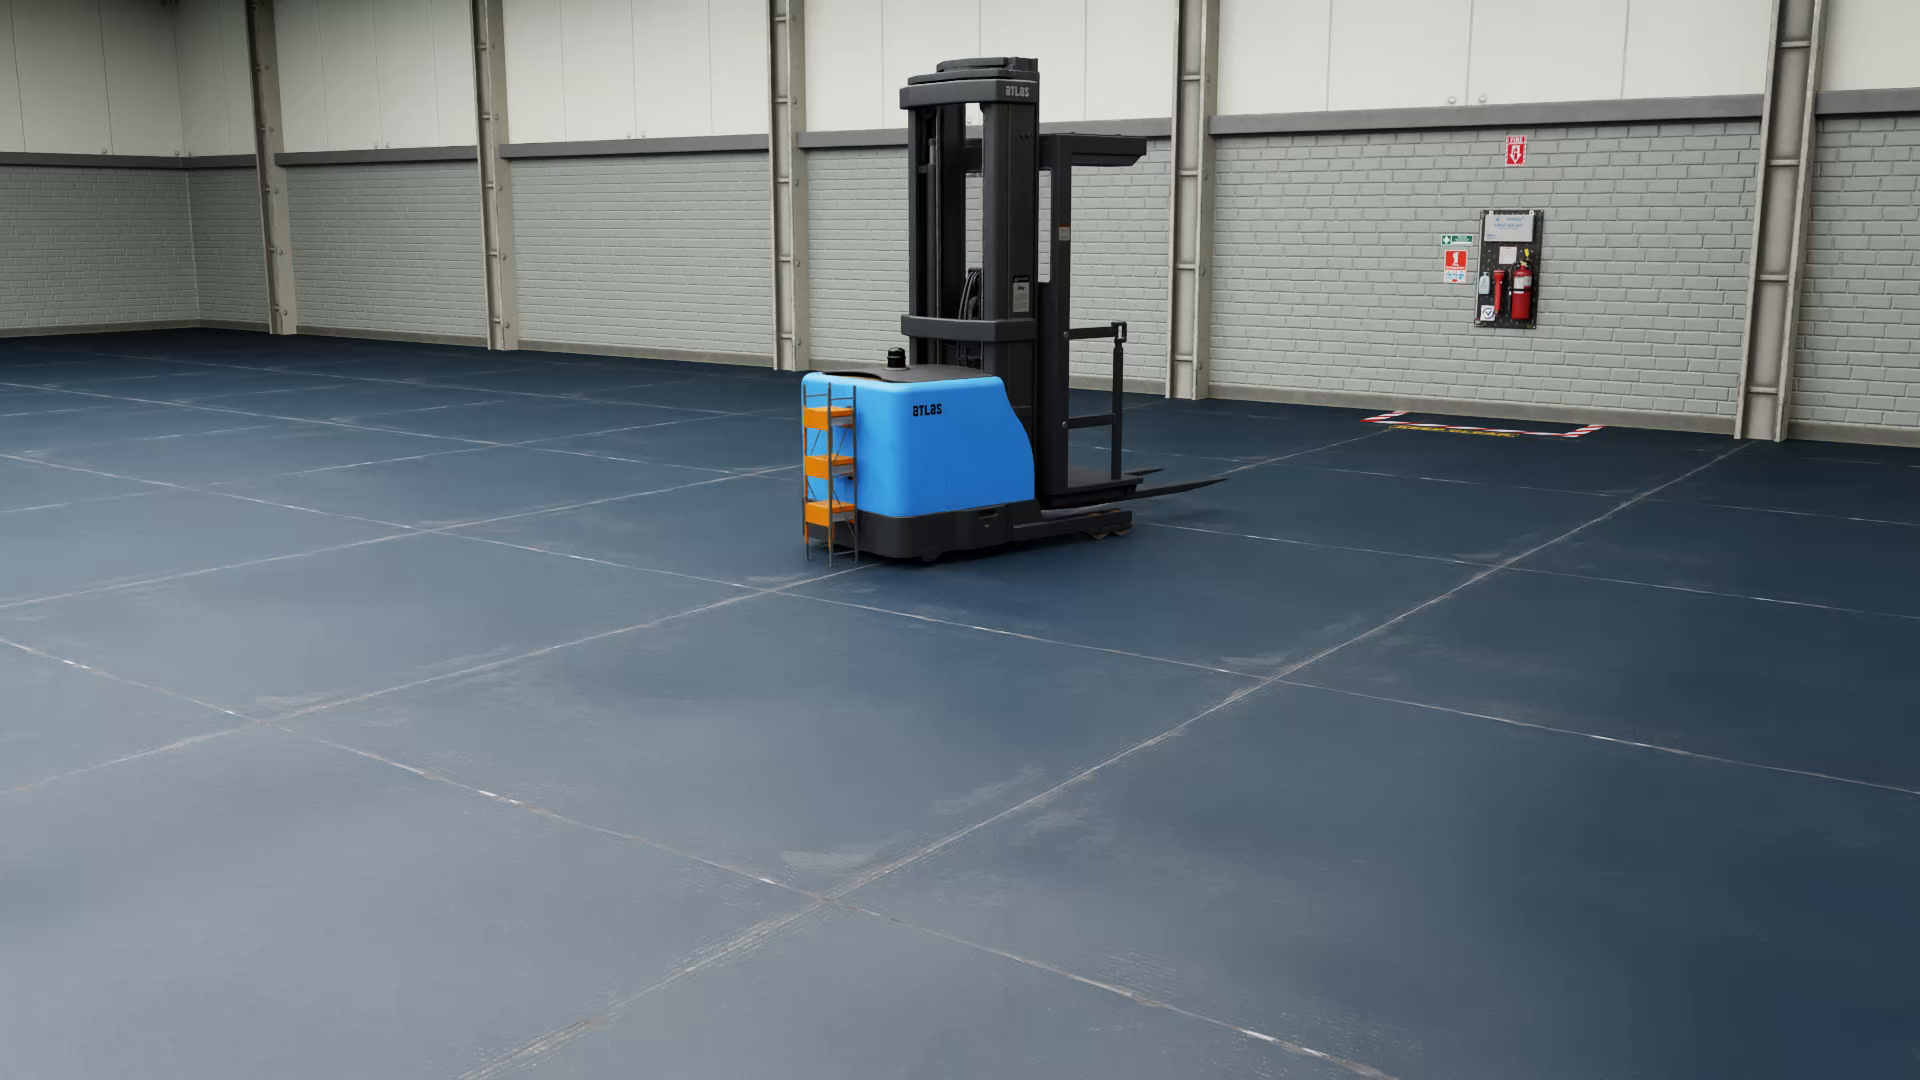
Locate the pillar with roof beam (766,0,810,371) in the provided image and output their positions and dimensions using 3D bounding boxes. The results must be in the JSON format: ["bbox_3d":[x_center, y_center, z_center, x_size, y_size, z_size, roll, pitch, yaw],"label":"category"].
[{"bbox_3d":[-4.806,-6.051,18.113,0.400,9.000,9.100,8,13,36],"label":"pillar with roof beam"}]

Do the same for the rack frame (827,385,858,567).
[{"bbox_3d":[-0.681,-0.369,9.675,0.200,1.050,0.008,-9,14,-39],"label":"rack frame"}]

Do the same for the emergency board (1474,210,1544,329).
[{"bbox_3d":[5.445,-2.699,16.583,0.643,1.169,0.194,8,13,36],"label":"emergency board"}]

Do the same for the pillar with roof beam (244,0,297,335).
[{"bbox_3d":[-14.478,-7.400,25.087,0.400,9.000,9.100,8,13,36],"label":"pillar with roof beam"}]

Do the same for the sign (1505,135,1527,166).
[{"bbox_3d":[5.497,-3.853,16.446,0.199,0.298,0.001,8,13,36],"label":"sign"}]

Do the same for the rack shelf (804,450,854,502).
[{"bbox_3d":[-0.760,-0.377,9.768,0.215,0.259,0.240,-9,14,-39],"label":"rack shelf"}]

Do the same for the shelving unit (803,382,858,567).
[{"bbox_3d":[-0.760,-0.387,9.766,0.215,1.050,0.252,-9,14,-39],"label":"shelving unit"}]

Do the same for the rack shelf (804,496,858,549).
[{"bbox_3d":[-0.760,-0.104,9.821,0.215,0.259,0.240,-9,14,-39],"label":"rack shelf"}]

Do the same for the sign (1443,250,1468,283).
[{"bbox_3d":[5.060,-2.794,16.982,0.234,0.329,0.001,8,13,36],"label":"sign"}]

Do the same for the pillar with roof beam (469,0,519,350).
[{"bbox_3d":[-9.642,-6.725,21.600,0.400,9.000,9.100,8,13,36],"label":"pillar with roof beam"}]

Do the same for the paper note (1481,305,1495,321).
[{"bbox_3d":[5.343,-2.297,16.824,0.142,0.148,0.016,8,13,36],"label":"paper note"}]

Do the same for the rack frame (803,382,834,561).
[{"bbox_3d":[-0.839,-0.405,9.857,0.200,1.050,0.008,-9,14,-39],"label":"rack frame"}]

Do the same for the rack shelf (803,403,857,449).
[{"bbox_3d":[-0.760,-0.655,9.714,0.215,0.259,0.240,-9,14,-39],"label":"rack shelf"}]

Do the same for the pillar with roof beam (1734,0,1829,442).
[{"bbox_3d":[4.866,-4.701,11.140,0.400,9.000,9.100,8,13,36],"label":"pillar with roof beam"}]

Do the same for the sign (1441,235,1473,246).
[{"bbox_3d":[5.058,-3.053,16.922,0.331,0.109,0.001,8,13,36],"label":"sign"}]

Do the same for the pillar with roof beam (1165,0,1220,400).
[{"bbox_3d":[0.030,-5.376,14.627,0.400,9.000,9.100,8,13,36],"label":"pillar with roof beam"}]

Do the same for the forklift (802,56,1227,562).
[{"bbox_3d":[0.481,-1.514,10.639,3.031,2.935,1.130,-9,14,-39],"label":"forklift"}]
